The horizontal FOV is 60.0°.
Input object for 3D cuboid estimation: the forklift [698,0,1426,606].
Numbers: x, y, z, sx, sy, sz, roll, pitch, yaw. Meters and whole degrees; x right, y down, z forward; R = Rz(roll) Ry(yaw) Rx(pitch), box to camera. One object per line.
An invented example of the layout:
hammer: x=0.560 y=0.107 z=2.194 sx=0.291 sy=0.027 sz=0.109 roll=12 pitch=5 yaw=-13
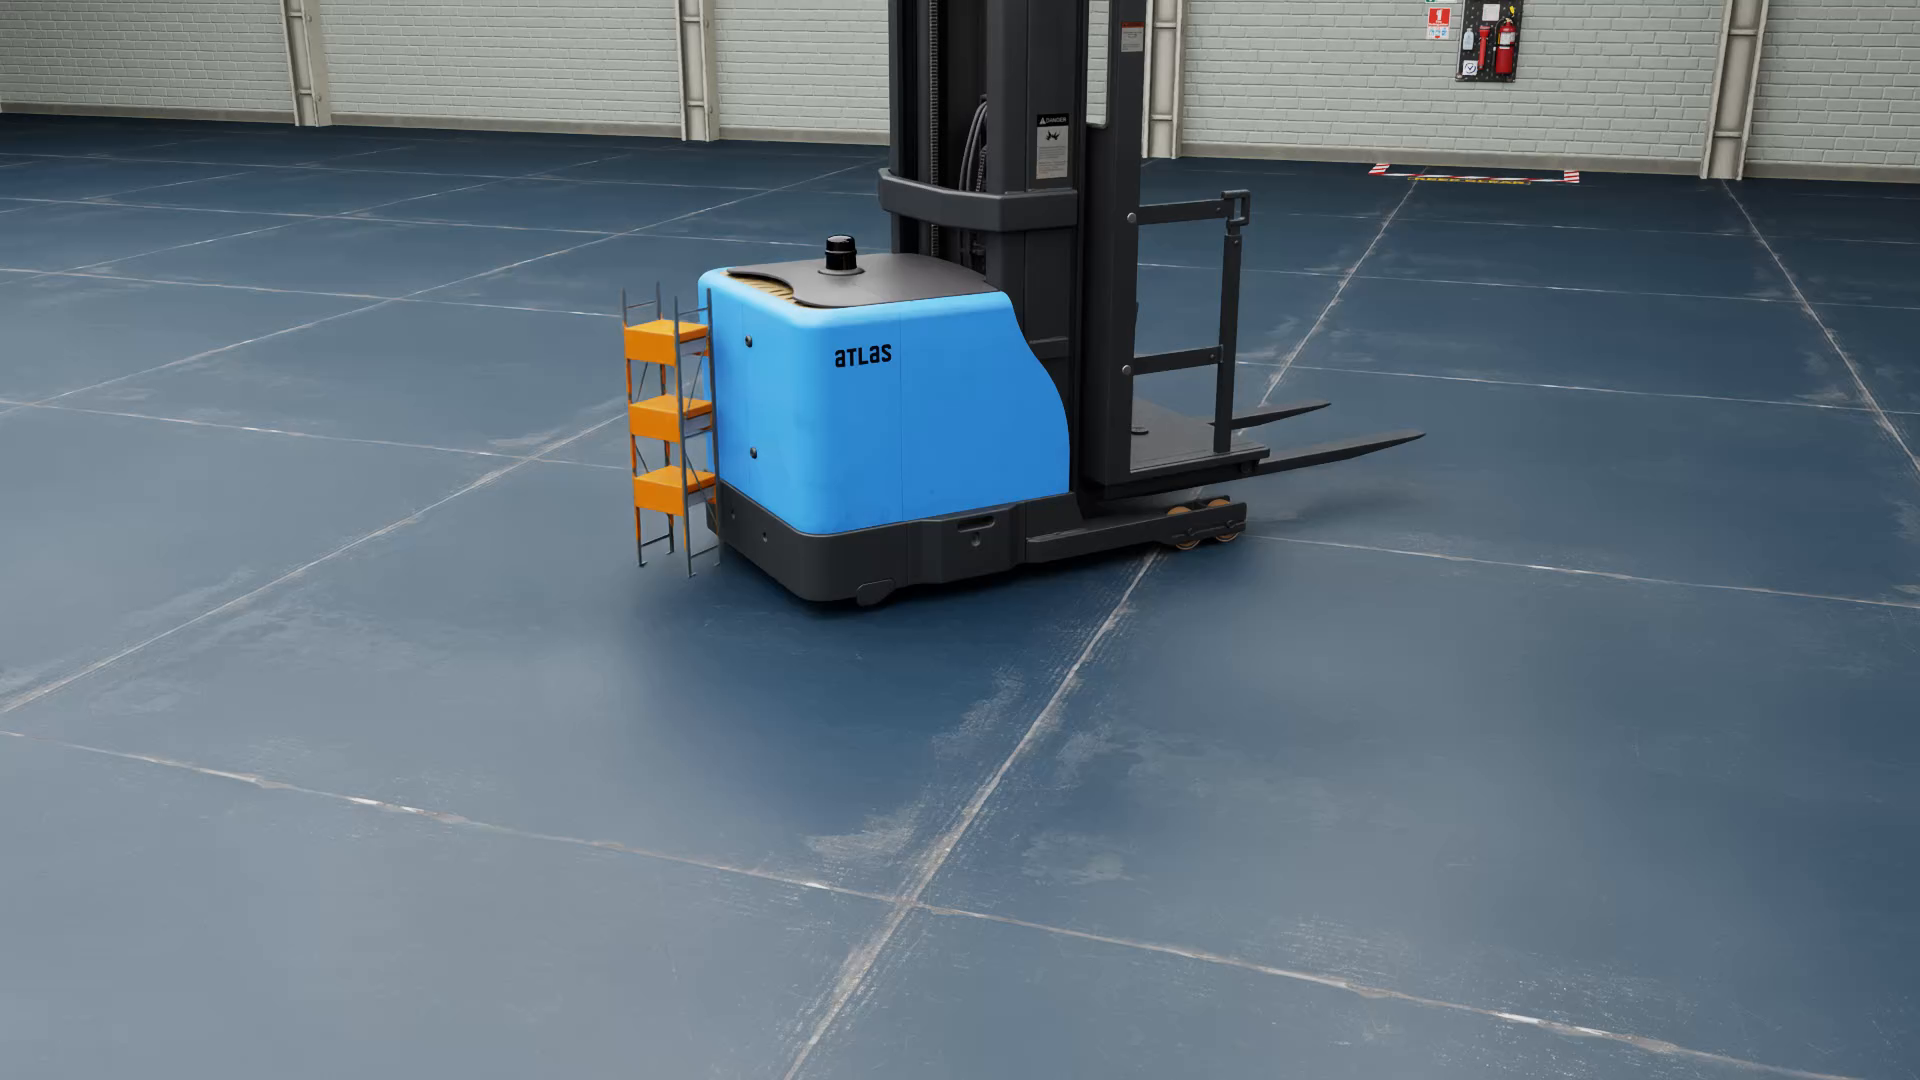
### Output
forklift: x=0.545 y=-1.485 z=6.385 sx=3.031 sy=2.935 sz=1.130 roll=-11 pitch=22 yaw=-28

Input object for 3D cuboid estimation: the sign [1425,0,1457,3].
sign: x=5.216 y=-5.876 z=18.017 sx=0.331 sy=0.109 sz=0.001 roll=7 pitch=20 yaw=18

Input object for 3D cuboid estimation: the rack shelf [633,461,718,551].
rack shelf: x=-1.058 y=-0.132 z=6.229 sx=0.240 sy=0.259 sz=0.215 roll=11 pitch=21 yaw=30

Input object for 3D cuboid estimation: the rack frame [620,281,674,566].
rack frame: x=-1.161 y=-0.426 z=6.199 sx=0.008 sy=1.050 sz=0.200 roll=11 pitch=21 yaw=30

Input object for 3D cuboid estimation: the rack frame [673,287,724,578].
rack frame: x=-0.954 y=-0.385 z=6.077 sx=0.008 sy=1.050 sz=0.200 roll=11 pitch=21 yaw=30

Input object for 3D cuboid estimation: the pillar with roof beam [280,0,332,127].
pillar with roof beam: x=-10.391 y=-8.680 z=17.807 sx=0.400 sy=9.000 sz=9.100 roll=7 pitch=20 yaw=18

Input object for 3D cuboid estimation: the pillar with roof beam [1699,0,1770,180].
pillar with roof beam: x=6.612 y=-6.736 z=12.229 sx=0.400 sy=9.000 sz=9.100 roll=7 pitch=20 yaw=18

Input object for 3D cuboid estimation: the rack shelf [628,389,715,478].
rack shelf: x=-1.058 y=-0.395 z=6.141 sx=0.240 sy=0.259 sz=0.215 roll=11 pitch=21 yaw=30

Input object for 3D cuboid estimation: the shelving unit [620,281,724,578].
shelving unit: x=-1.058 y=-0.405 z=6.138 sx=0.252 sy=1.050 sz=0.215 roll=11 pitch=21 yaw=30

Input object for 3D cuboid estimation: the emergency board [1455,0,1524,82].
emergency board: x=5.703 y=-5.520 z=17.856 sx=0.643 sy=1.169 sz=0.194 roll=7 pitch=20 yaw=18

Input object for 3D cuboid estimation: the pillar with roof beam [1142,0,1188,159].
pillar with roof beam: x=0.944 y=-7.384 z=14.088 sx=0.400 sy=9.000 sz=9.100 roll=7 pitch=20 yaw=18

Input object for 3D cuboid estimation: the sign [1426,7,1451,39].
sign: x=5.214 y=-5.629 z=18.114 sx=0.234 sy=0.329 sz=0.001 roll=7 pitch=20 yaw=18

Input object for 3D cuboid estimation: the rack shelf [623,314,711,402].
rack shelf: x=-1.057 y=-0.664 z=6.051 sx=0.240 sy=0.259 sz=0.215 roll=11 pitch=21 yaw=30

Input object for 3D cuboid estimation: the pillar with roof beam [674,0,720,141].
pillar with roof beam: x=-4.724 y=-8.032 z=15.948 sx=0.400 sy=9.000 sz=9.100 roll=7 pitch=20 yaw=18

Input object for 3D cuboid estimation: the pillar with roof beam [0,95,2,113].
pillar with roof beam: x=-16.059 y=-9.328 z=19.666 sx=0.400 sy=9.000 sz=9.100 roll=7 pitch=20 yaw=18

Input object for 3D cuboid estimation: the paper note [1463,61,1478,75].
paper note: x=5.558 y=-5.145 z=18.118 sx=0.142 sy=0.148 sz=0.016 roll=7 pitch=20 yaw=18
